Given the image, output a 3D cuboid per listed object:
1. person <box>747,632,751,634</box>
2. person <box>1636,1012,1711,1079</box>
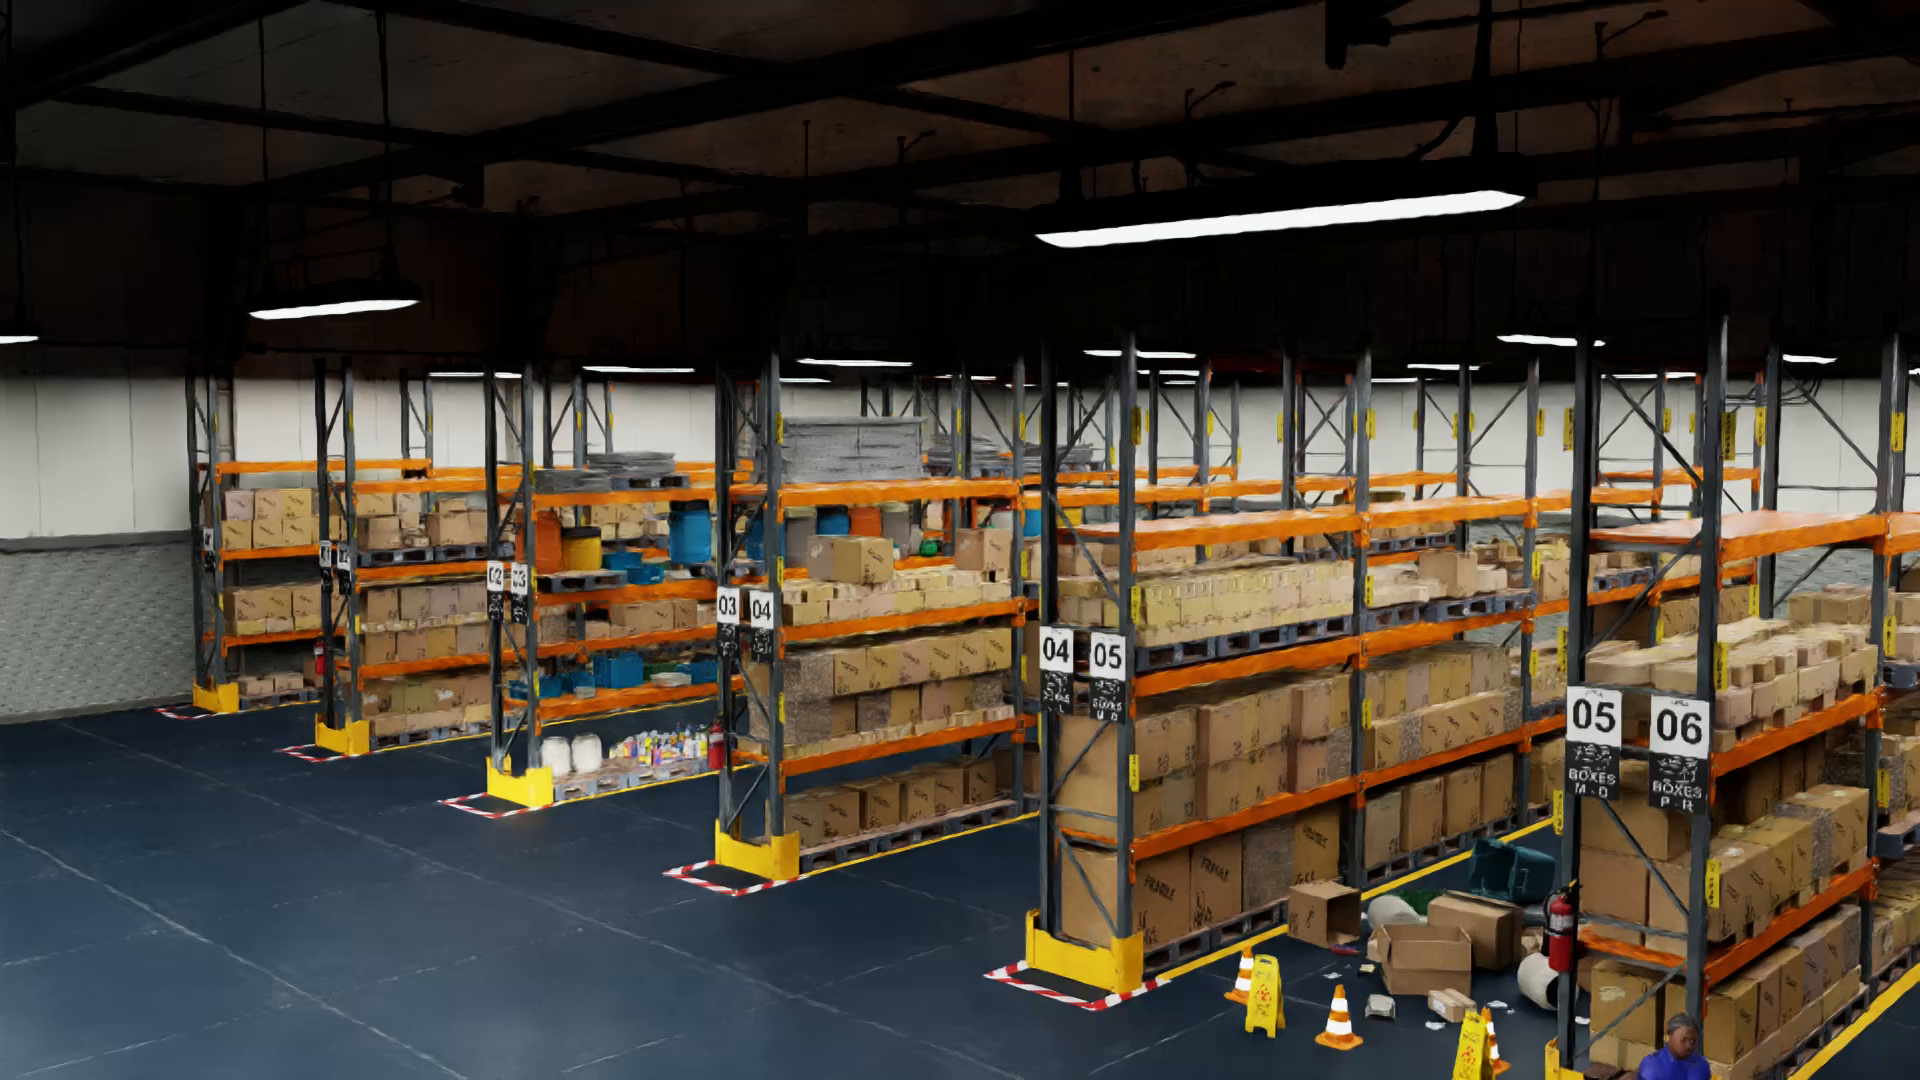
[{"bbox_3d":[-4.058,1.781,33.399,0.677,1.671,0.534,4,6,42],"label":"person"},{"bbox_3d":[4.107,3.587,9.914,0.658,1.653,0.487,0,4,0],"label":"person"}]
